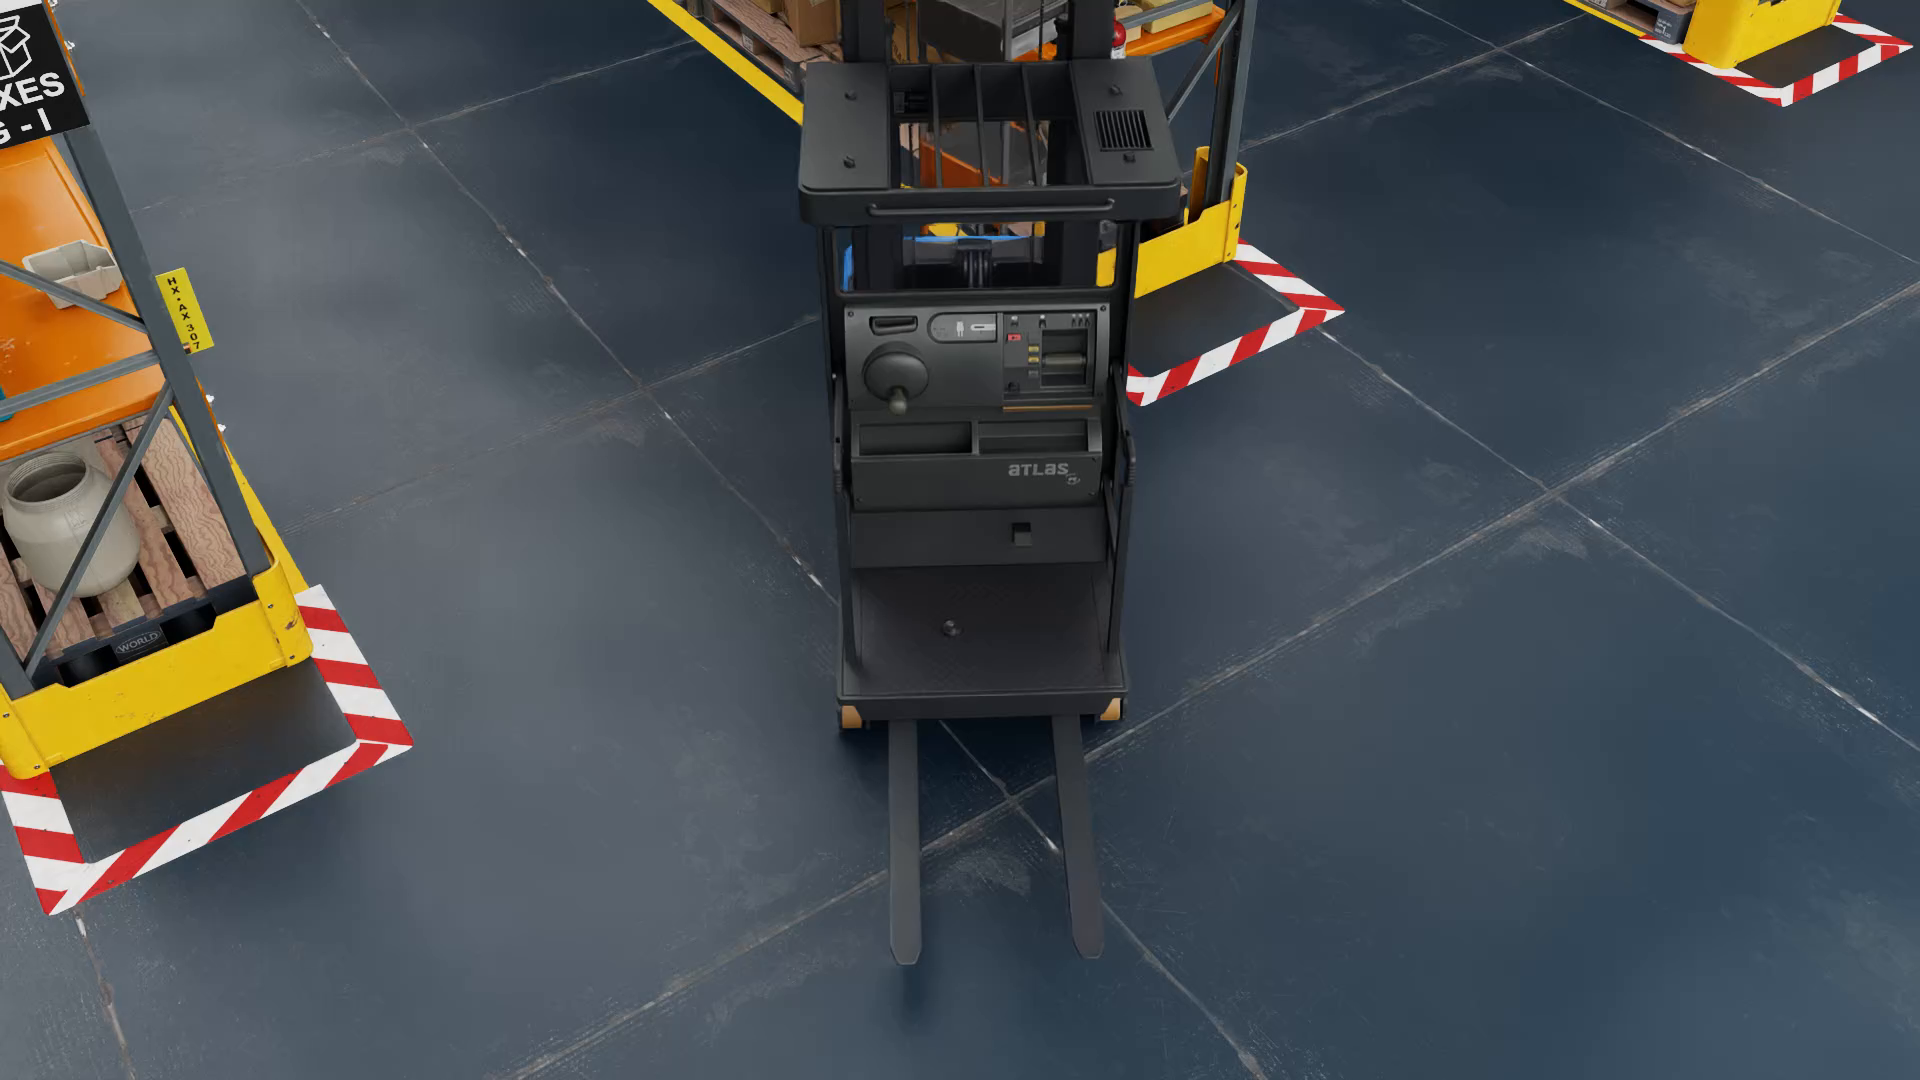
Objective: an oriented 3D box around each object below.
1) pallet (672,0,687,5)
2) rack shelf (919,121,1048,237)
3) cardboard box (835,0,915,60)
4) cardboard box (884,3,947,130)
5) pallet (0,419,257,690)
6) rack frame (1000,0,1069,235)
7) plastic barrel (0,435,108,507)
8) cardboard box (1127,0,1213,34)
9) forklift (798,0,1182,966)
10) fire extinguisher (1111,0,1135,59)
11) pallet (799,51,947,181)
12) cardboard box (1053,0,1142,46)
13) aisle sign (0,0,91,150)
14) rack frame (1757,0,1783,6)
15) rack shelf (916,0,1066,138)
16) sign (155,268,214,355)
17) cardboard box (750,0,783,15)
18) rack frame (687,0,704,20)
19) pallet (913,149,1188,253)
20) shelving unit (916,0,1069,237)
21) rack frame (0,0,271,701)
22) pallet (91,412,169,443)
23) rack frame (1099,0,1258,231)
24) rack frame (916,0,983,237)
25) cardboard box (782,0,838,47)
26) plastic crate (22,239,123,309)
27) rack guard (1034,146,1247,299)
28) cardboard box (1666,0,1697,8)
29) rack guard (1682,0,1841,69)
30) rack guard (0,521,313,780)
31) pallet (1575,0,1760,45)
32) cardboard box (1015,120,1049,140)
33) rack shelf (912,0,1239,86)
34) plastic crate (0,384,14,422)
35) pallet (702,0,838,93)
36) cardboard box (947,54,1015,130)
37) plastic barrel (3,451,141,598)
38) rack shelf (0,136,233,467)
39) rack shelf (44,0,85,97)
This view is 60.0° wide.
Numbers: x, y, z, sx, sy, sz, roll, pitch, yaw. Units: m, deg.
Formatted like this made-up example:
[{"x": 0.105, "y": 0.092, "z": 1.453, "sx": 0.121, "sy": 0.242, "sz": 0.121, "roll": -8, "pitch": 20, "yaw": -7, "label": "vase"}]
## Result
[{"x": -1.777, "y": -4.118, "z": 11.402, "sx": 1.003, "sy": 0.211, "sz": 1.213, "roll": -26, "pitch": 49, "yaw": -24, "label": "pallet"}, {"x": 0.139, "y": -1.548, "z": 7.360, "sx": 0.480, "sy": 0.518, "sz": 0.431, "roll": 34, "pitch": 53, "yaw": 30, "label": "rack shelf"}, {"x": -0.381, "y": -3.050, "z": 9.769, "sx": 0.500, "sy": 0.500, "sz": 0.500, "roll": -30, "pitch": 51, "yaw": -28, "label": "cardboard box"}, {"x": -0.098, "y": -2.716, "z": 9.420, "sx": 0.500, "sy": 0.500, "sz": 0.500, "roll": -21, "pitch": 48, "yaw": -21, "label": "cardboard box"}, {"x": -3.647, "y": 0.058, "z": 7.028, "sx": 1.003, "sy": 0.211, "sz": 1.213, "roll": -26, "pitch": 49, "yaw": -24, "label": "pallet"}, {"x": 0.313, "y": -1.440, "z": 7.227, "sx": 0.015, "sy": 2.100, "sz": 0.400, "roll": 34, "pitch": 53, "yaw": 30, "label": "rack frame"}, {"x": -3.830, "y": -0.343, "z": 6.925, "sx": 0.421, "sy": 0.512, "sz": 0.421, "roll": 0, "pitch": 44, "yaw": 0, "label": "plastic barrel"}, {"x": 0.991, "y": -2.586, "z": 7.959, "sx": 0.380, "sy": 0.149, "sz": 0.250, "roll": -26, "pitch": 49, "yaw": -24, "label": "cardboard box"}, {"x": 0.071, "y": -0.558, "z": 5.703, "sx": 1.130, "sy": 2.935, "sz": 3.031, "roll": -1, "pitch": 44, "yaw": -2, "label": "forklift"}, {"x": 0.646, "y": -2.146, "z": 7.373, "sx": 0.296, "sy": 0.674, "sz": 0.183, "roll": -26, "pitch": 49, "yaw": -24, "label": "fire extinguisher"}, {"x": -0.215, "y": -2.620, "z": 9.832, "sx": 1.003, "sy": 0.211, "sz": 1.213, "roll": -26, "pitch": 49, "yaw": -24, "label": "pallet"}, {"x": 0.626, "y": -2.410, "z": 7.775, "sx": 0.380, "sy": 0.149, "sz": 0.250, "roll": -26, "pitch": 49, "yaw": -24, "label": "cardboard box"}, {"x": -2.823, "y": -1.480, "z": 4.736, "sx": 0.394, "sy": 0.787, "sz": 0.004, "roll": -26, "pitch": 49, "yaw": -24, "label": "aisle sign"}, {"x": 5.084, "y": -4.323, "z": 9.597, "sx": 1.000, "sy": 3.000, "sz": 0.127, "roll": -26, "pitch": 49, "yaw": -24, "label": "rack frame"}, {"x": 0.140, "y": -2.056, "z": 6.878, "sx": 0.480, "sy": 0.518, "sz": 0.431, "roll": 34, "pitch": 53, "yaw": 30, "label": "rack shelf"}, {"x": -2.650, "y": -0.779, "z": 5.684, "sx": 0.100, "sy": 0.325, "sz": 0.005, "roll": -26, "pitch": 49, "yaw": -24, "label": "sign"}, {"x": -1.134, "y": -3.692, "z": 10.442, "sx": 0.500, "sy": 0.500, "sz": 0.500, "roll": -27, "pitch": 50, "yaw": -26, "label": "cardboard box"}, {"x": -1.330, "y": -4.686, "z": 9.978, "sx": 1.000, "sy": 3.000, "sz": 0.127, "roll": -26, "pitch": 49, "yaw": -24, "label": "rack frame"}, {"x": 0.479, "y": -1.929, "z": 9.109, "sx": 1.003, "sy": 0.211, "sz": 1.213, "roll": -26, "pitch": 49, "yaw": -24, "label": "pallet"}, {"x": 0.139, "y": -1.558, "z": 7.351, "sx": 0.503, "sy": 2.100, "sz": 0.431, "roll": 34, "pitch": 53, "yaw": 30, "label": "shelving unit"}, {"x": -3.104, "y": -0.464, "z": 5.555, "sx": 1.000, "sy": 3.000, "sz": 0.127, "roll": -26, "pitch": 49, "yaw": -24, "label": "rack frame"}, {"x": -4.340, "y": -0.633, "z": 7.751, "sx": 1.003, "sy": 0.211, "sz": 1.213, "roll": -26, "pitch": 49, "yaw": -24, "label": "pallet"}, {"x": 0.958, "y": -2.421, "z": 7.605, "sx": 1.000, "sy": 3.000, "sz": 0.127, "roll": -26, "pitch": 49, "yaw": -24, "label": "rack frame"}, {"x": -0.035, "y": -1.676, "z": 7.475, "sx": 0.015, "sy": 2.100, "sz": 0.400, "roll": 34, "pitch": 53, "yaw": 30, "label": "rack frame"}, {"x": -0.800, "y": -3.370, "z": 10.105, "sx": 0.500, "sy": 0.500, "sz": 0.500, "roll": -12, "pitch": 45, "yaw": -12, "label": "cardboard box"}, {"x": -3.352, "y": -1.003, "z": 6.310, "sx": 0.298, "sy": 0.136, "sz": 0.250, "roll": -26, "pitch": 49, "yaw": -24, "label": "plastic crate"}, {"x": 0.915, "y": -1.560, "z": 8.513, "sx": 1.175, "sy": 0.500, "sz": 0.348, "roll": -26, "pitch": 49, "yaw": -24, "label": "rack guard"}, {"x": 4.642, "y": -4.064, "z": 10.561, "sx": 0.875, "sy": 0.875, "sz": 0.875, "roll": -25, "pitch": 49, "yaw": -24, "label": "cardboard box"}, {"x": 5.098, "y": -3.405, "z": 10.446, "sx": 1.175, "sy": 0.500, "sz": 0.348, "roll": -26, "pitch": 49, "yaw": -24, "label": "rack guard"}, {"x": -3.186, "y": 0.415, "z": 6.444, "sx": 1.175, "sy": 0.500, "sz": 0.348, "roll": -26, "pitch": 49, "yaw": -24, "label": "rack guard"}, {"x": 4.563, "y": -3.736, "z": 11.002, "sx": 1.003, "sy": 0.211, "sz": 1.213, "roll": -26, "pitch": 49, "yaw": -24, "label": "pallet"}, {"x": 0.615, "y": -2.029, "z": 8.700, "sx": 0.500, "sy": 0.500, "sz": 0.500, "roll": -17, "pitch": 46, "yaw": -17, "label": "cardboard box"}, {"x": -0.186, "y": -3.293, "z": 9.039, "sx": 1.077, "sy": 0.370, "sz": 4.000, "roll": -26, "pitch": 49, "yaw": -24, "label": "rack shelf"}, {"x": -3.636, "y": -0.576, "z": 5.779, "sx": 0.499, "sy": 0.251, "sz": 0.616, "roll": -26, "pitch": 49, "yaw": -24, "label": "plastic crate"}, {"x": -0.917, "y": -3.311, "z": 10.557, "sx": 1.003, "sy": 0.211, "sz": 1.213, "roll": -26, "pitch": 49, "yaw": -24, "label": "pallet"}, {"x": 0.245, "y": -2.354, "z": 9.041, "sx": 0.500, "sy": 0.500, "sz": 0.500, "roll": -14, "pitch": 45, "yaw": -14, "label": "cardboard box"}, {"x": -3.543, "y": -0.059, "z": 6.628, "sx": 0.421, "sy": 0.512, "sz": 0.421, "roll": 0, "pitch": 44, "yaw": 0, "label": "plastic barrel"}, {"x": -4.248, "y": -1.337, "z": 6.990, "sx": 1.077, "sy": 0.370, "sz": 4.000, "roll": -26, "pitch": 49, "yaw": -24, "label": "rack shelf"}, {"x": -4.248, "y": -2.422, "z": 5.954, "sx": 1.077, "sy": 0.370, "sz": 4.000, "roll": -26, "pitch": 49, "yaw": -24, "label": "rack shelf"}]
